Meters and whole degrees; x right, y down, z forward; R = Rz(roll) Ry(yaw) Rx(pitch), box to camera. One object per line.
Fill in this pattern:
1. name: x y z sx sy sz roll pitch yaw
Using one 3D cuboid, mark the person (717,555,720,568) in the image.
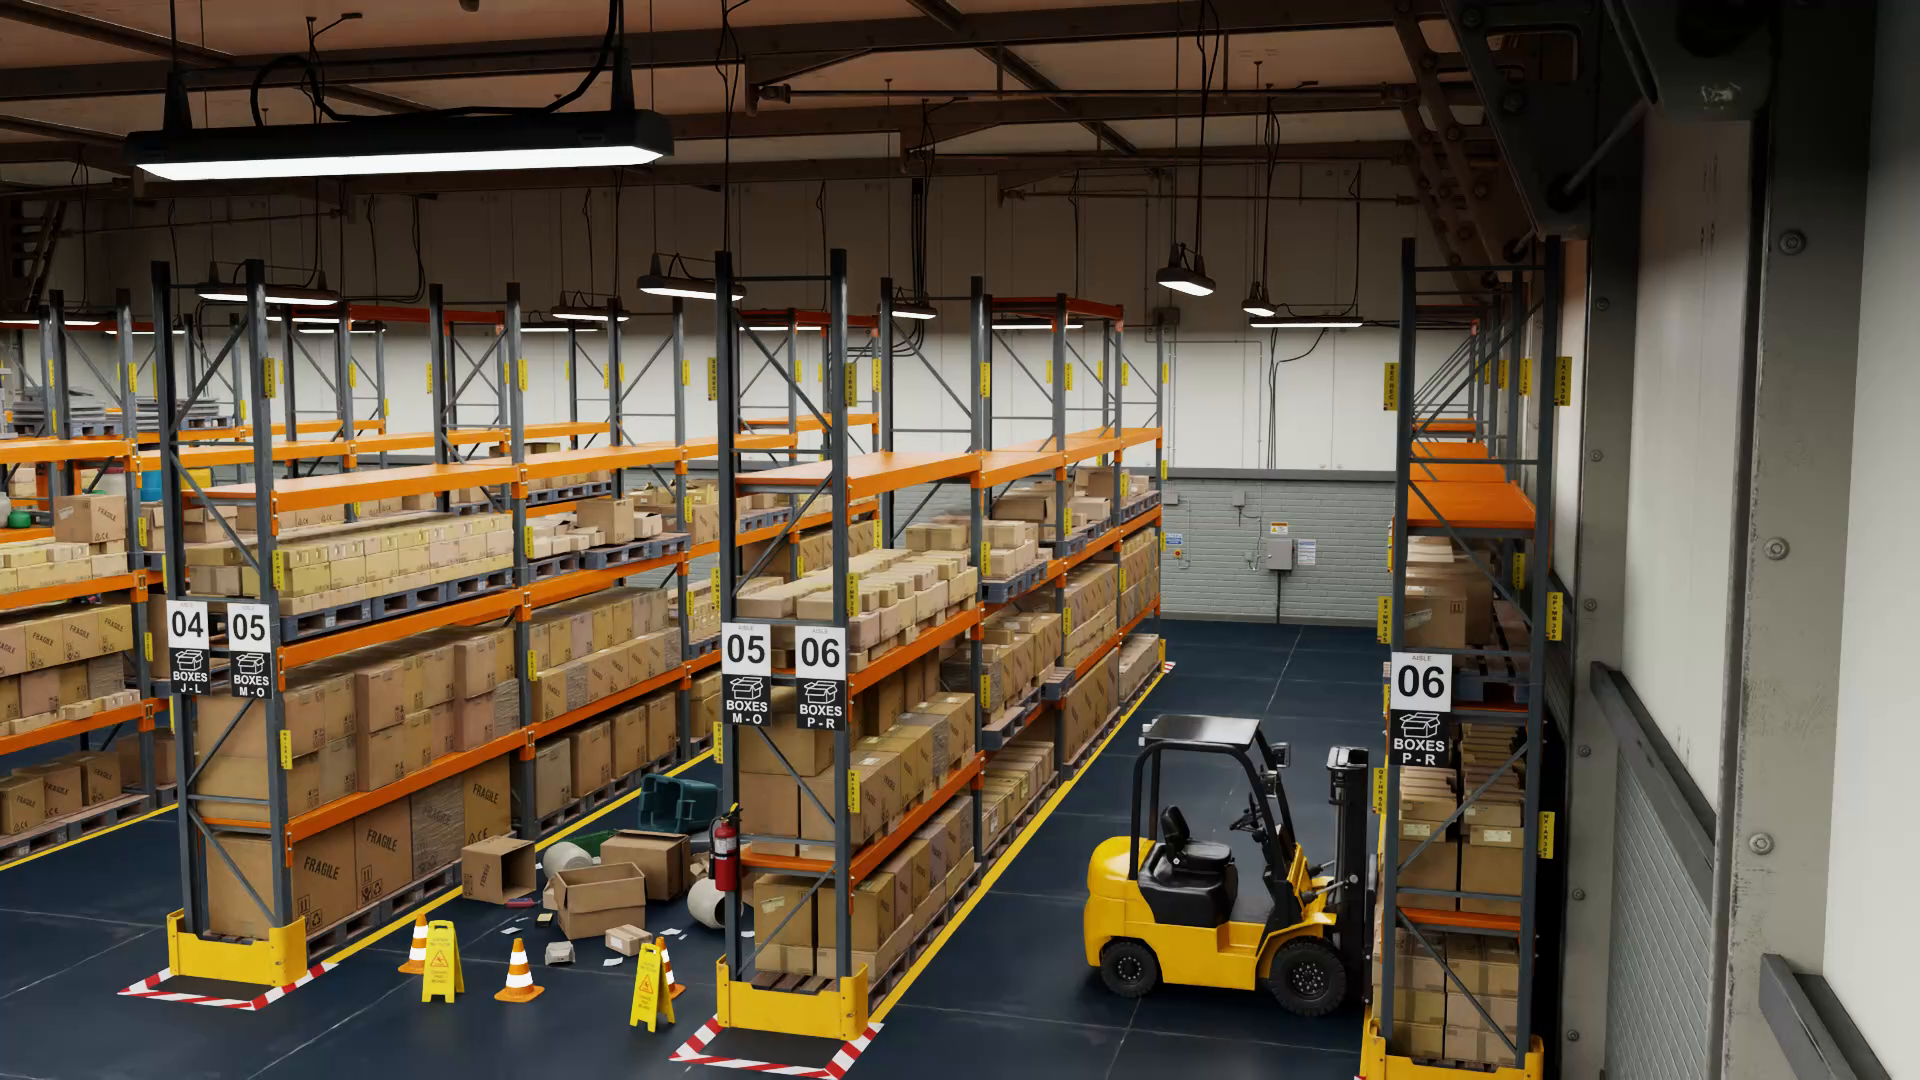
1. person: -4.698 0.802 33.480 0.449 1.639 0.853 -5 8 -37
